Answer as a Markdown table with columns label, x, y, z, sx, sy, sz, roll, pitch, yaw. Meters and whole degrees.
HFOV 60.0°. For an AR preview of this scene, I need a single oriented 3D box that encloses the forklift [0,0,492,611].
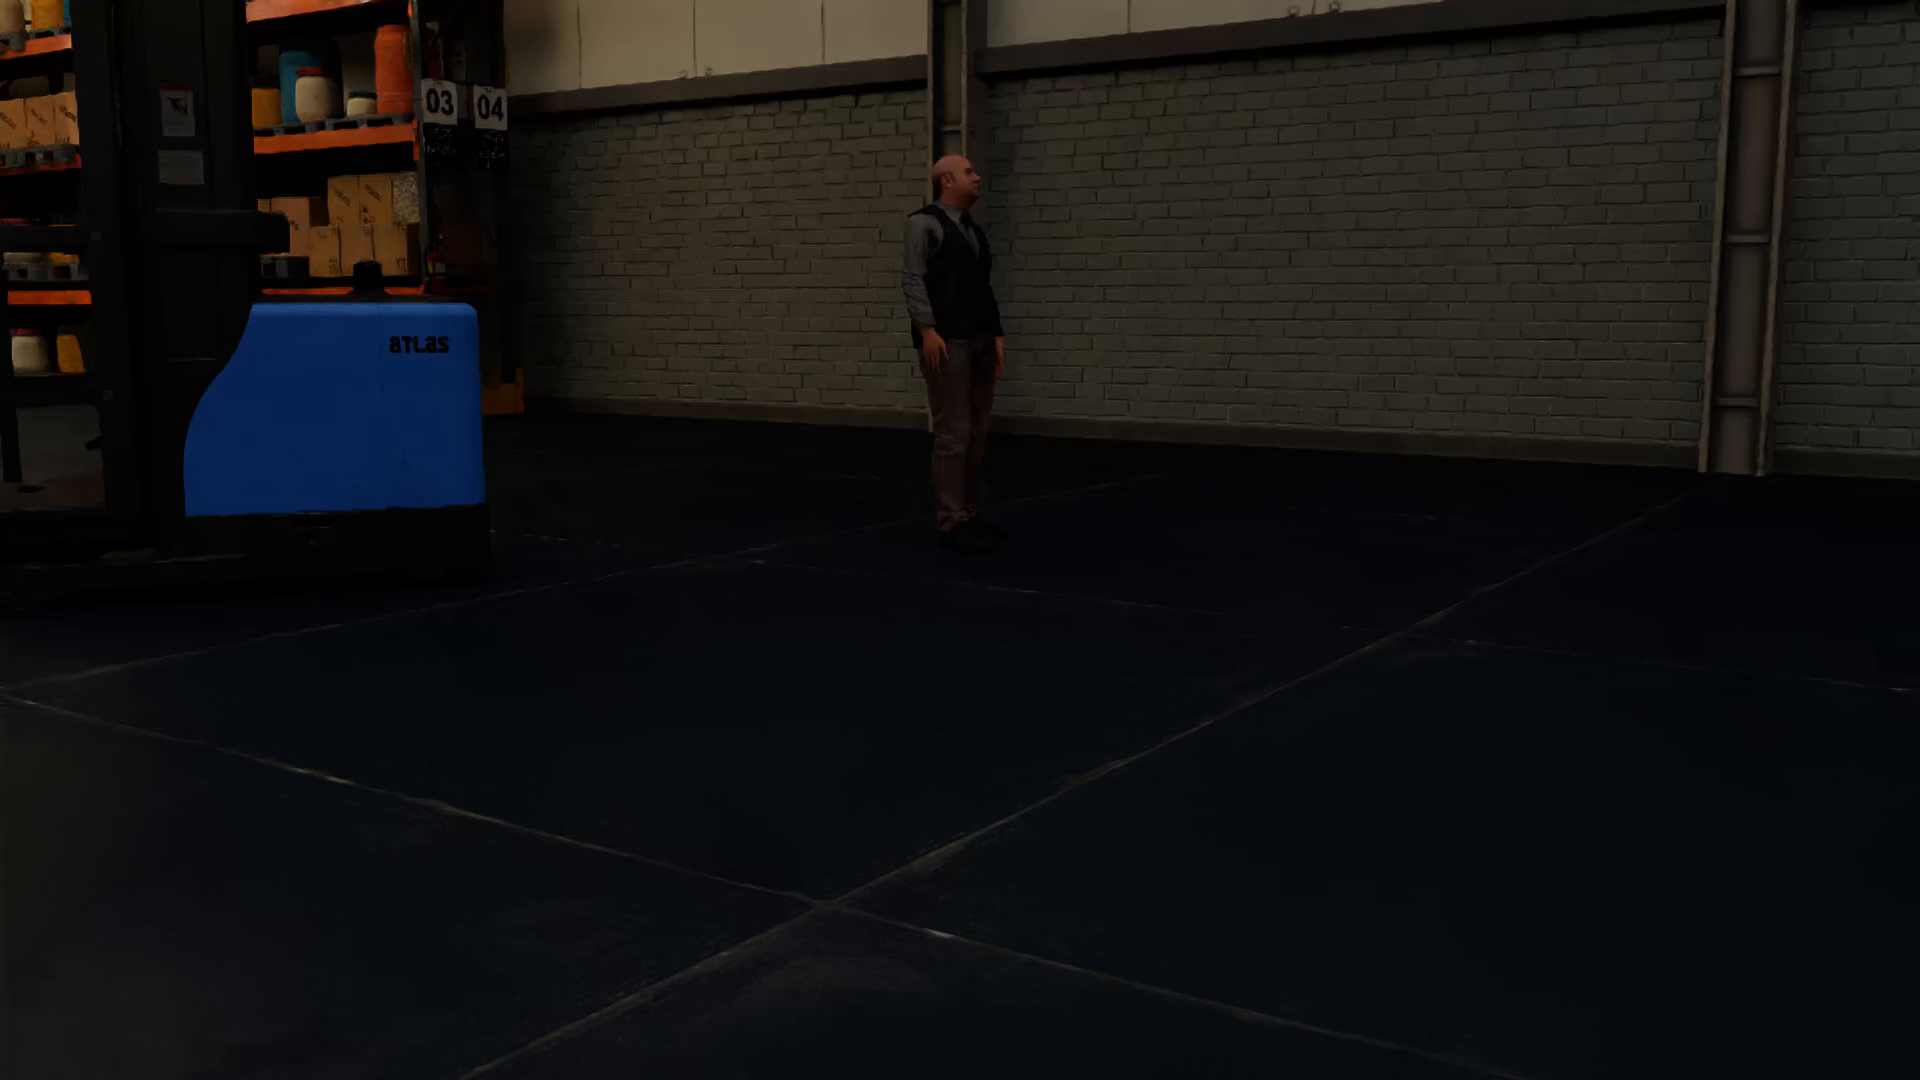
| label | x | y | z | sx | sy | sz | roll | pitch | yaw |
| --- | --- | --- | --- | --- | --- | --- | --- | --- | --- |
| forklift | -3.391 | -1.275 | 6.160 | 3.031 | 2.935 | 1.130 | -3 | 9 | -20 |

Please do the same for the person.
| label | x | y | z | sx | sy | sz | roll | pitch | yaw |
| --- | --- | --- | --- | --- | --- | --- | --- | --- | --- |
| person | 0.047 | -0.854 | 7.440 | 0.567 | 1.720 | 0.632 | 5 | 10 | 34 |
